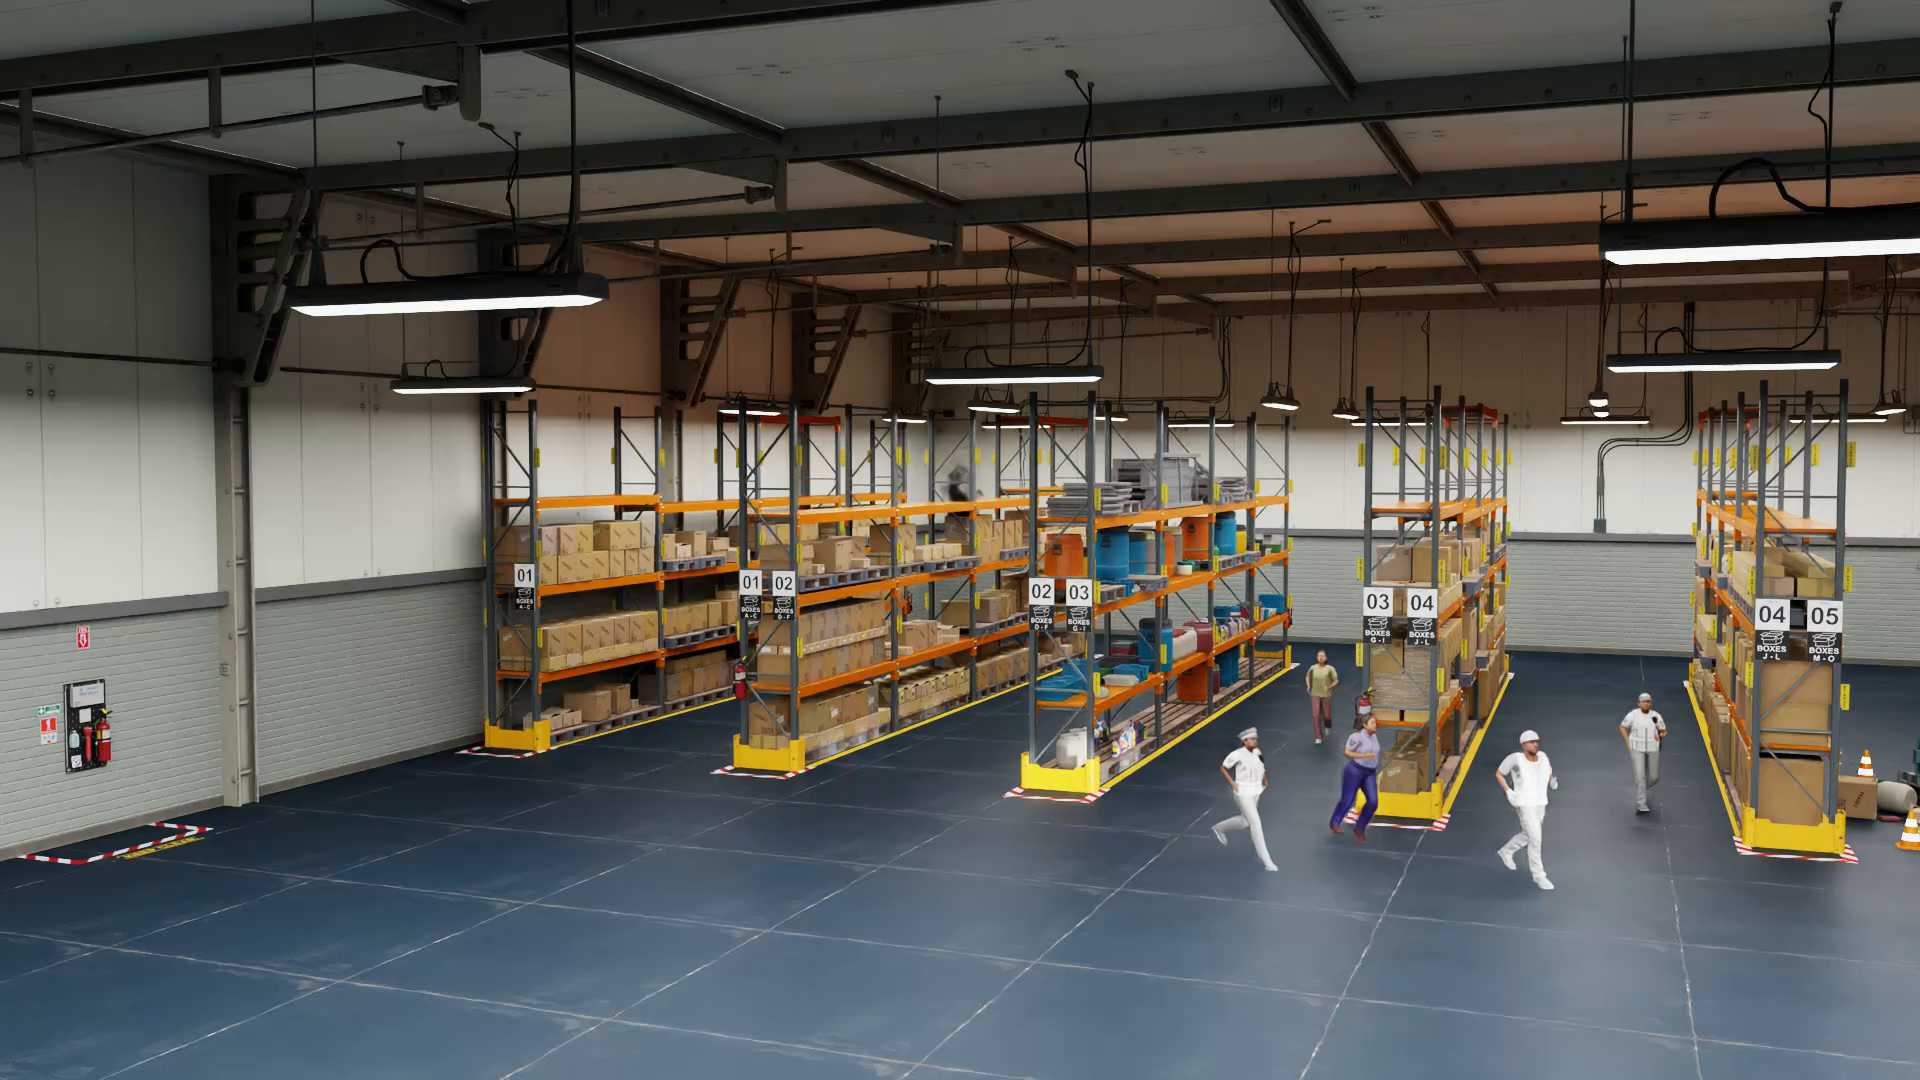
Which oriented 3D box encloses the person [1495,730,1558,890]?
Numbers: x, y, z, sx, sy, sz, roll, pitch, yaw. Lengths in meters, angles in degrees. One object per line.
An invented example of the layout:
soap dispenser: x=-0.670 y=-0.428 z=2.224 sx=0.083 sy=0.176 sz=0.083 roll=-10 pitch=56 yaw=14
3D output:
person: x=6.728 y=3.135 z=19.657 sx=0.665 sy=1.797 sz=0.926 roll=-1 pitch=3 yaw=-24

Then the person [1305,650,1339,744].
person: x=6.353 y=2.742 z=29.250 sx=0.586 sy=1.628 sz=0.752 roll=1 pitch=3 yaw=20

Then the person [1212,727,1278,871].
person: x=3.549 y=3.154 z=20.568 sx=0.545 sy=1.711 sz=1.075 roll=-3 pitch=4 yaw=-43

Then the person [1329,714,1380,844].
person: x=5.290 y=3.129 z=21.881 sx=0.637 sy=1.675 sz=0.684 roll=-1 pitch=3 yaw=-22

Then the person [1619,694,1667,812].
person: x=9.769 y=3.009 z=23.778 sx=0.605 sy=1.634 sz=0.804 roll=1 pitch=3 yaw=11
